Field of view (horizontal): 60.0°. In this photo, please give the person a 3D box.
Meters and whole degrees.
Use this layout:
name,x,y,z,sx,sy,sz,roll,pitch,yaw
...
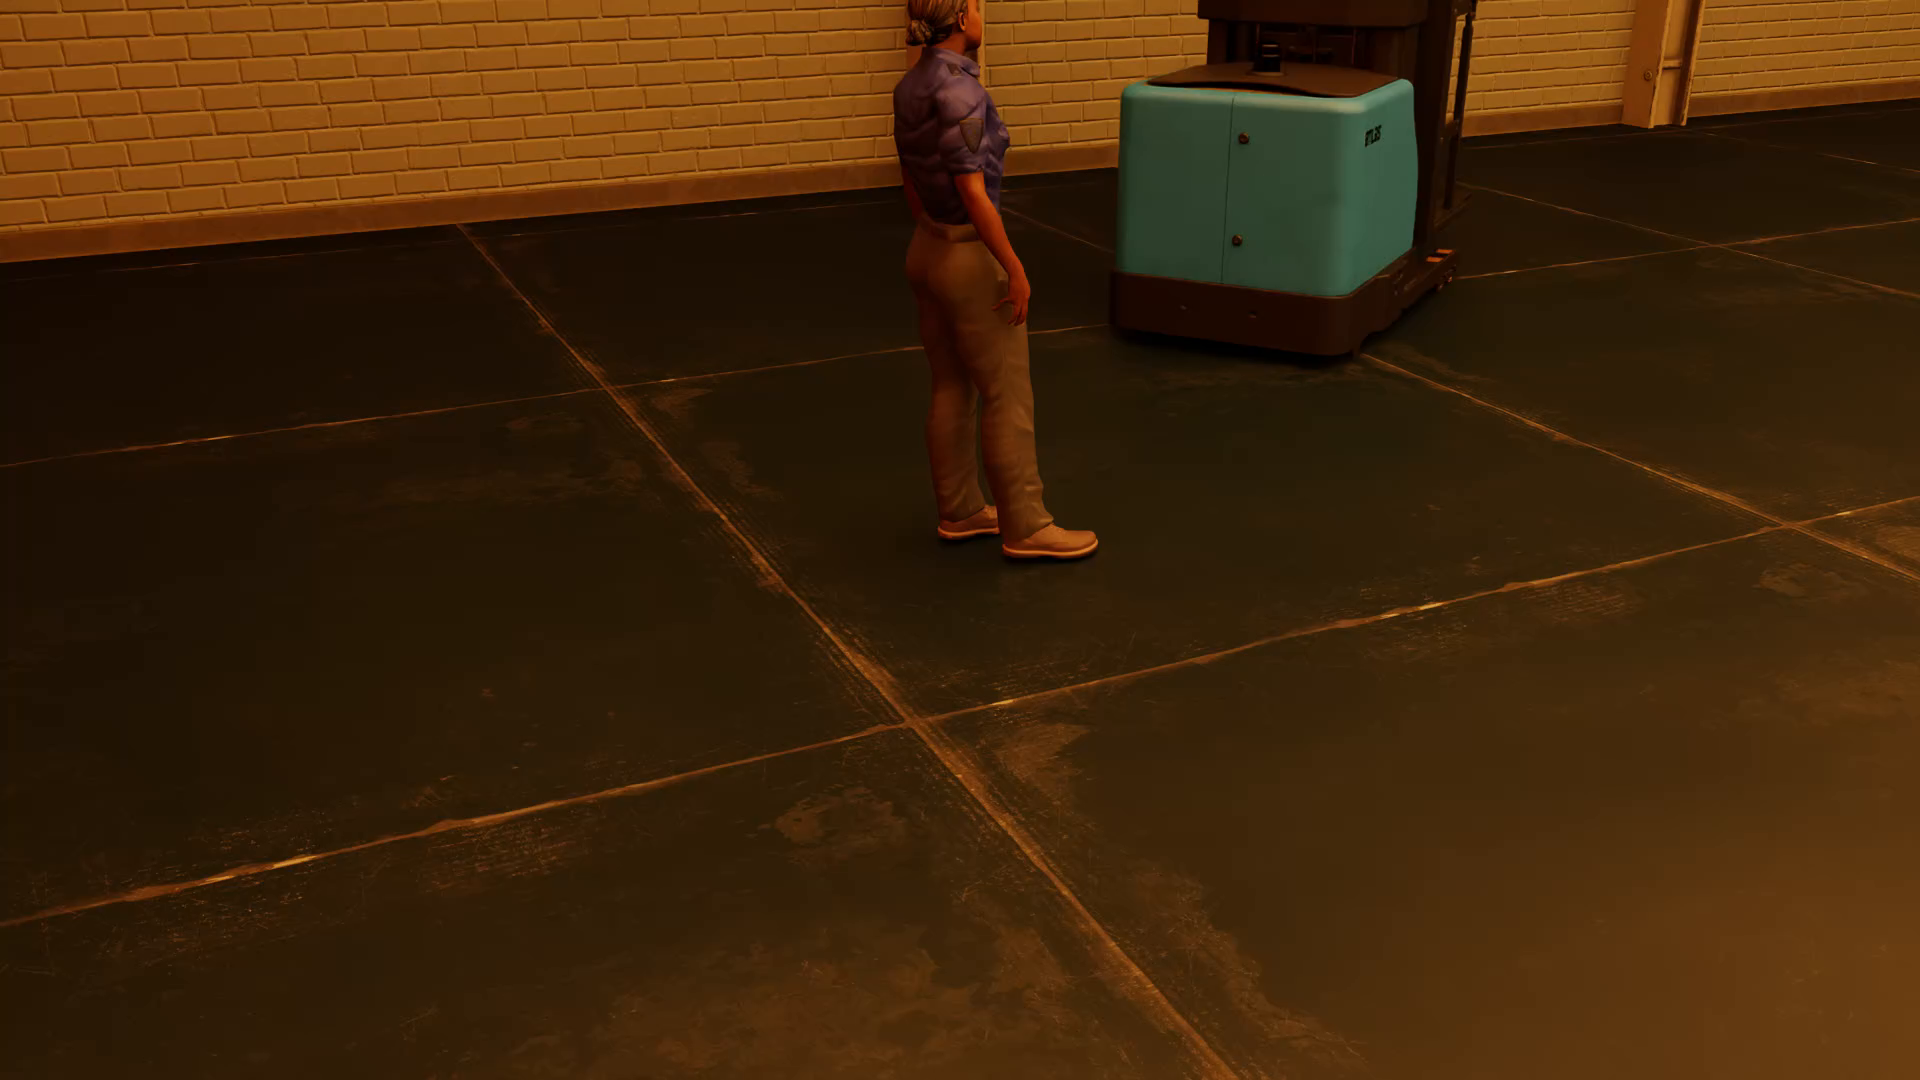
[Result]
name,x,y,z,sx,sy,sz,roll,pitch,yaw
person,0.088,-0.778,4.804,0.503,1.656,0.569,-10,25,-23

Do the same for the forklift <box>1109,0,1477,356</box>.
name,x,y,z,sx,sy,sz,roll,pitch,yaw
forklift,1.792,-2.621,7.595,1.130,2.935,3.031,12,25,26
